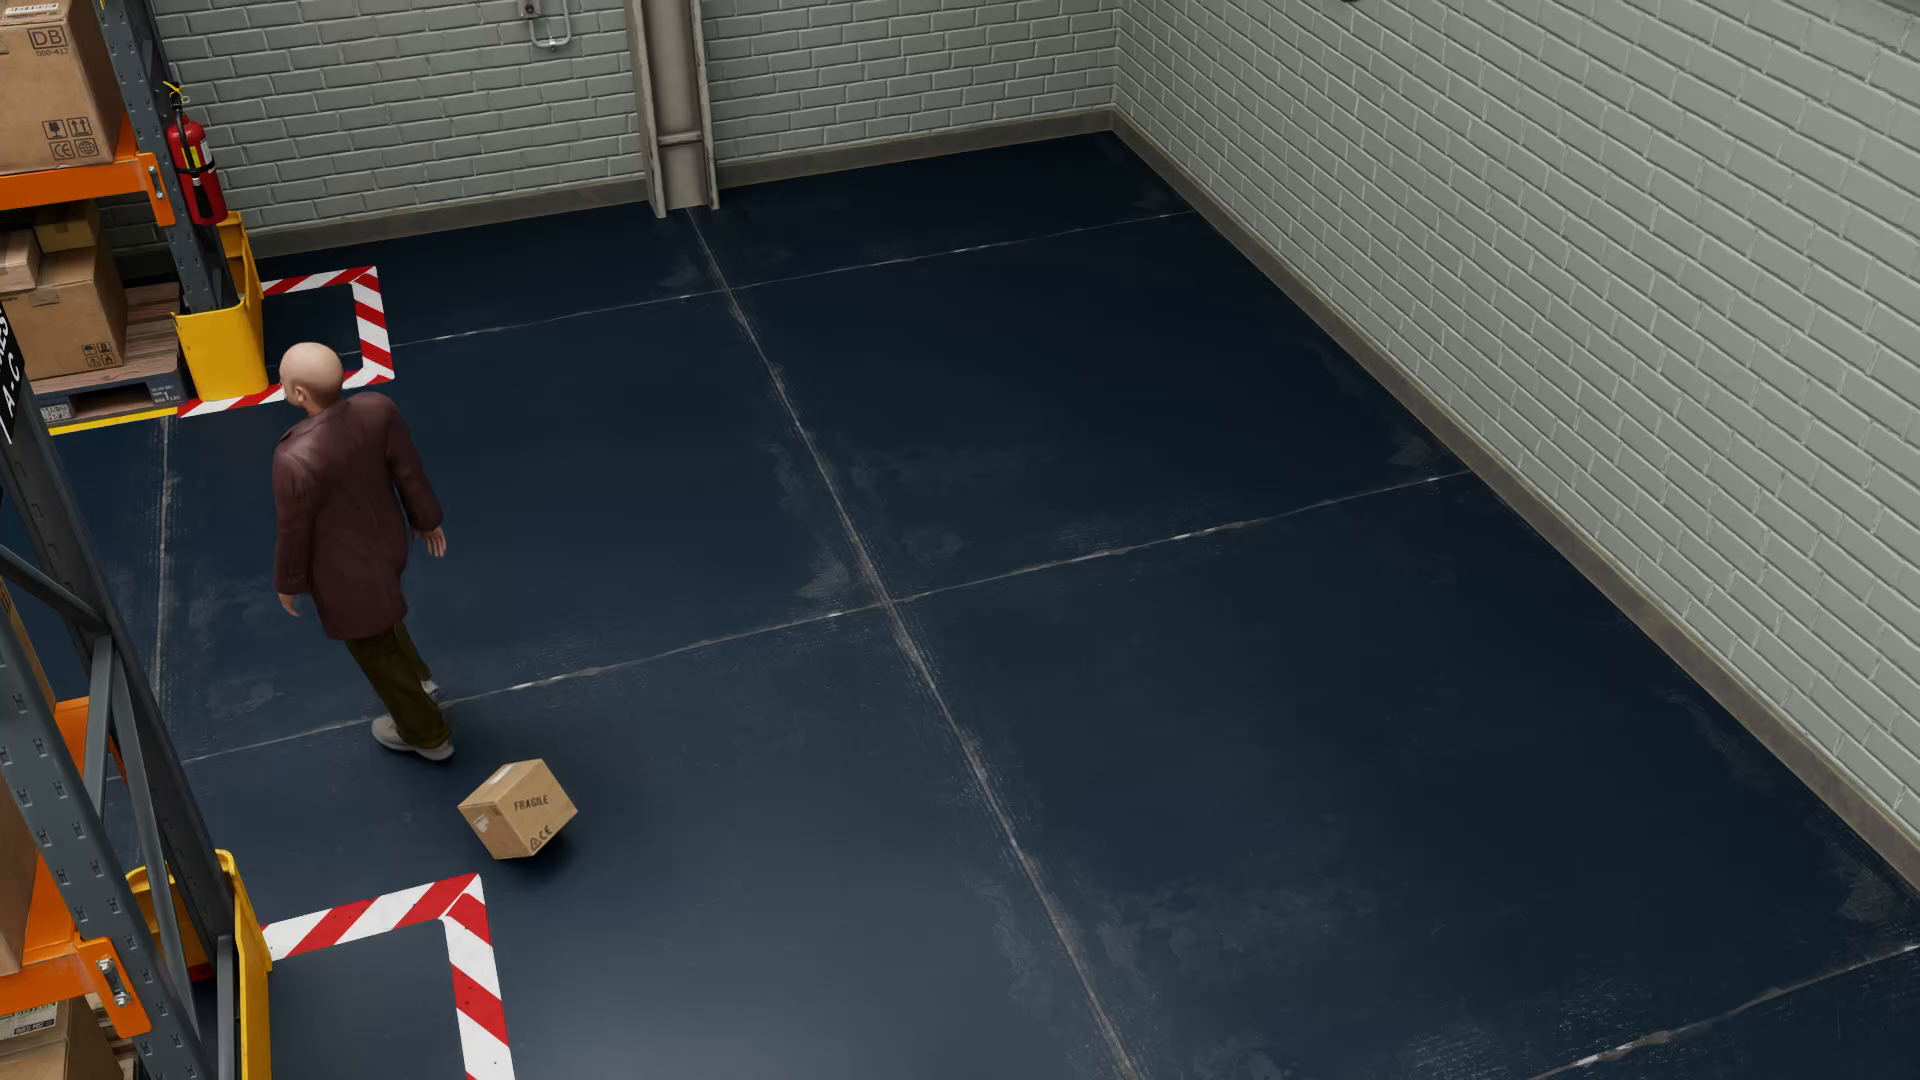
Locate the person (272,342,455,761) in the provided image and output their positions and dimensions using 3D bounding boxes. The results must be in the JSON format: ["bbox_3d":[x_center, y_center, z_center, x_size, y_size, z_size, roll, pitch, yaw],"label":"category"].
[{"bbox_3d":[-2.196,0.075,6.063,0.541,1.833,0.620,14,39,17],"label":"person"}]
